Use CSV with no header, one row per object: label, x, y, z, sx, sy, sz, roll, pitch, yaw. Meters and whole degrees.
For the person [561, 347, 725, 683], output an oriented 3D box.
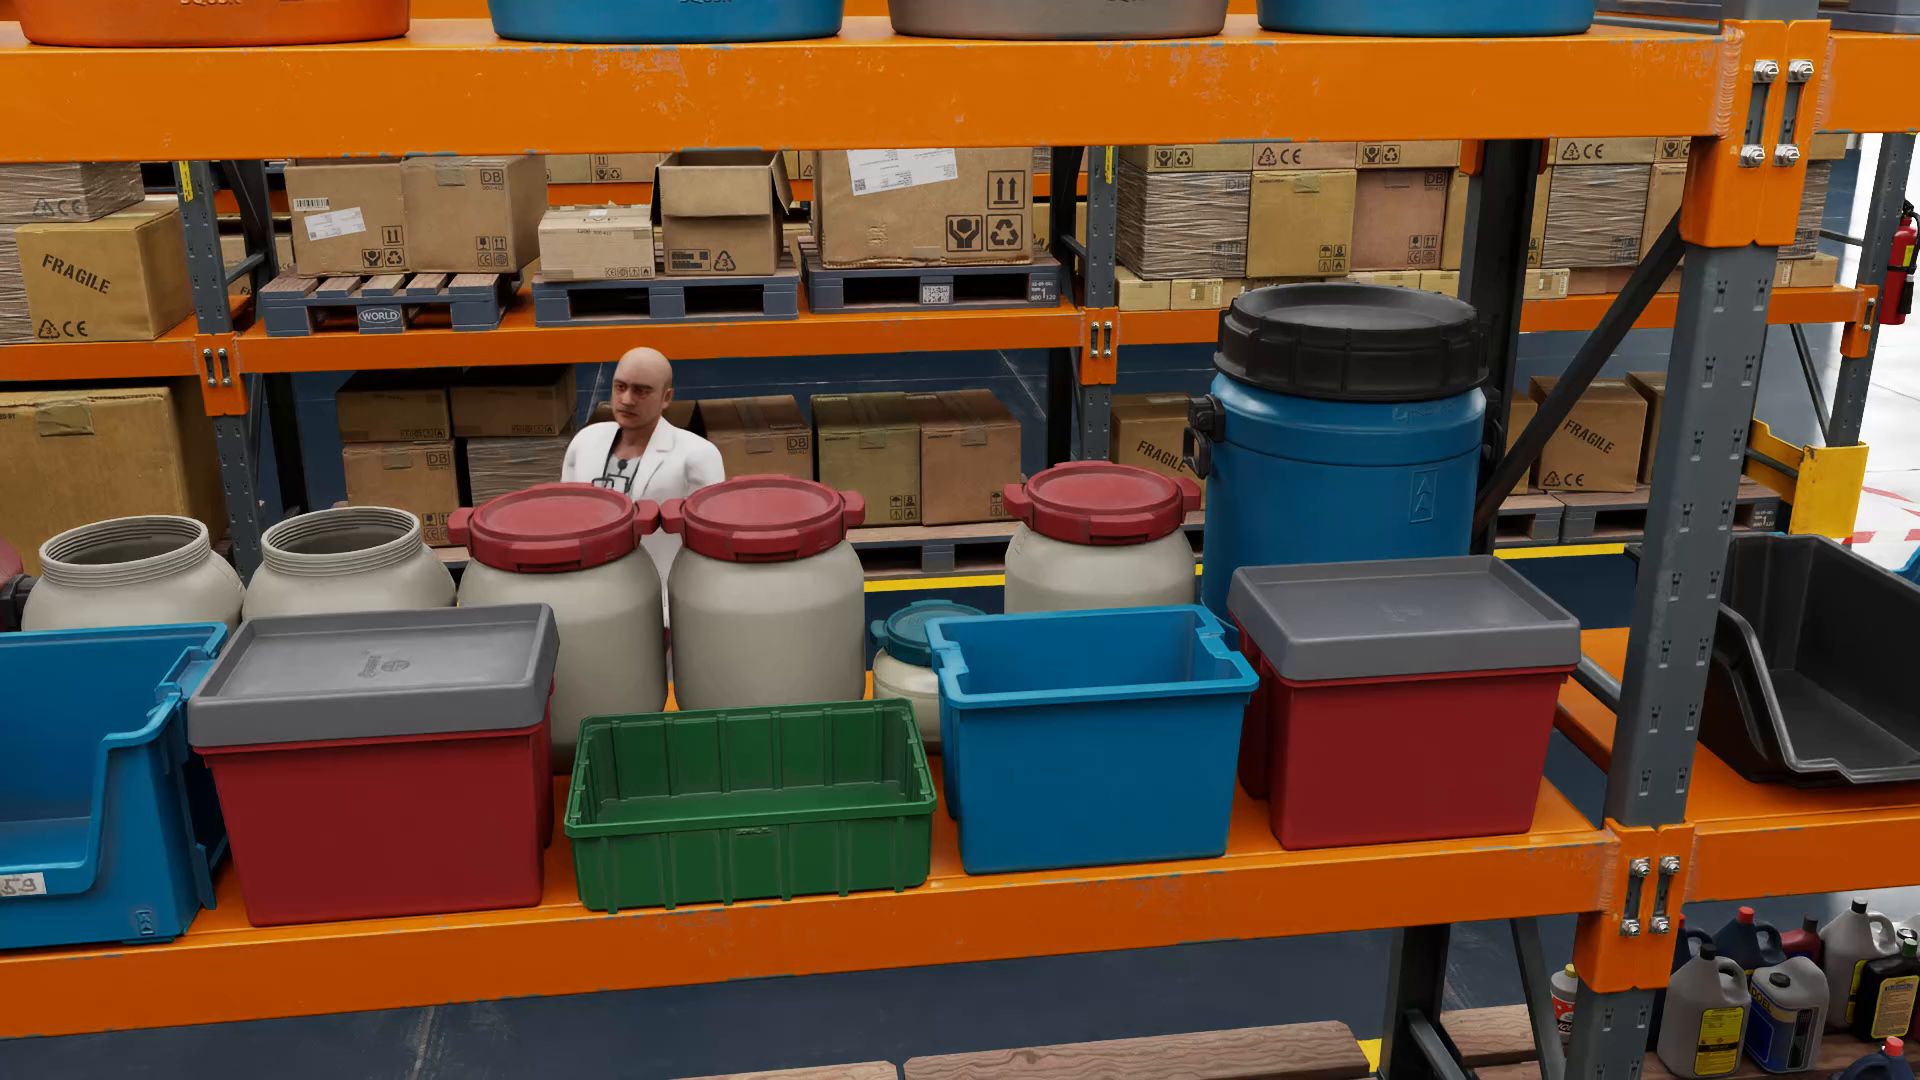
person,-1.051,0.293,5.221,0.621,1.790,0.451,6,21,17
